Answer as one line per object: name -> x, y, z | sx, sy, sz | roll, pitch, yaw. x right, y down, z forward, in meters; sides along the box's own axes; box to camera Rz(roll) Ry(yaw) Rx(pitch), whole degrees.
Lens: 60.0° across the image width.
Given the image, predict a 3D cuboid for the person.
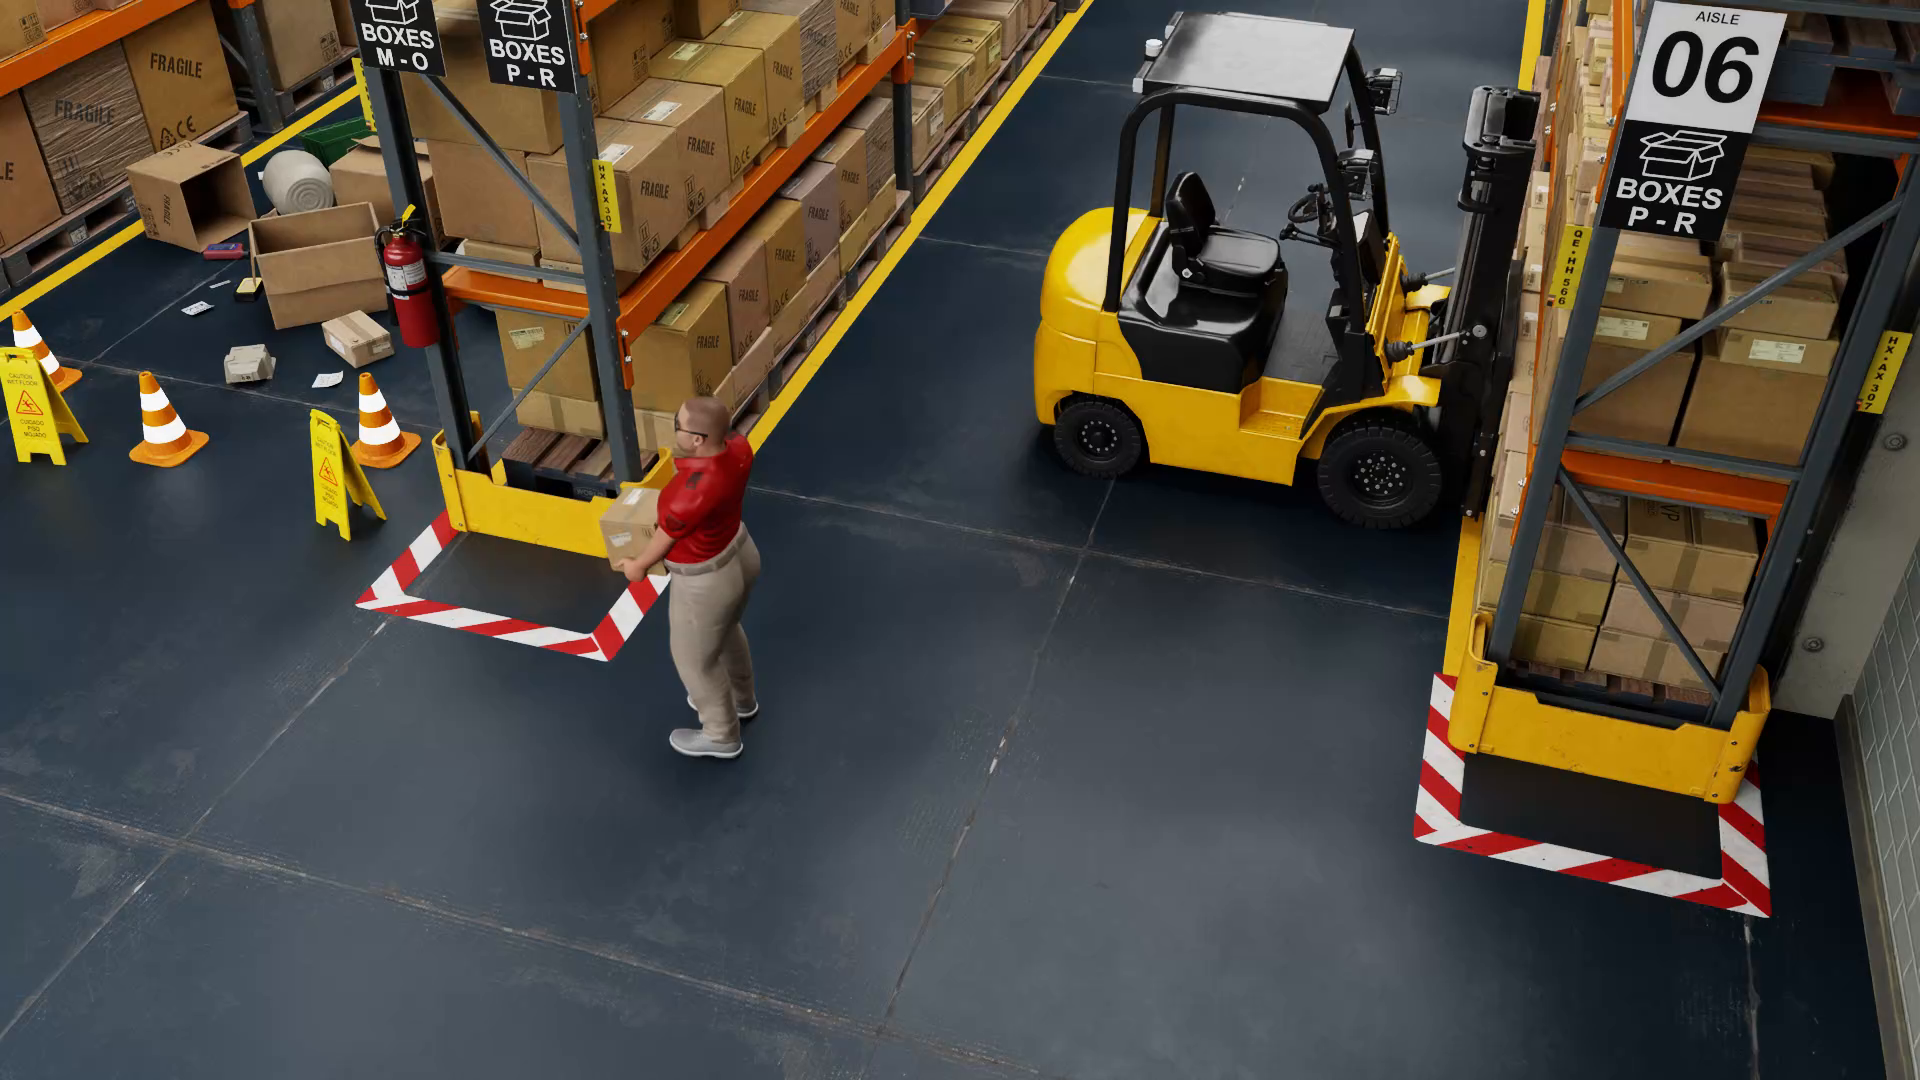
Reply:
person -> -1.100, 0.130, 6.743 | 0.530, 1.717, 0.494 | 11, 38, 15
